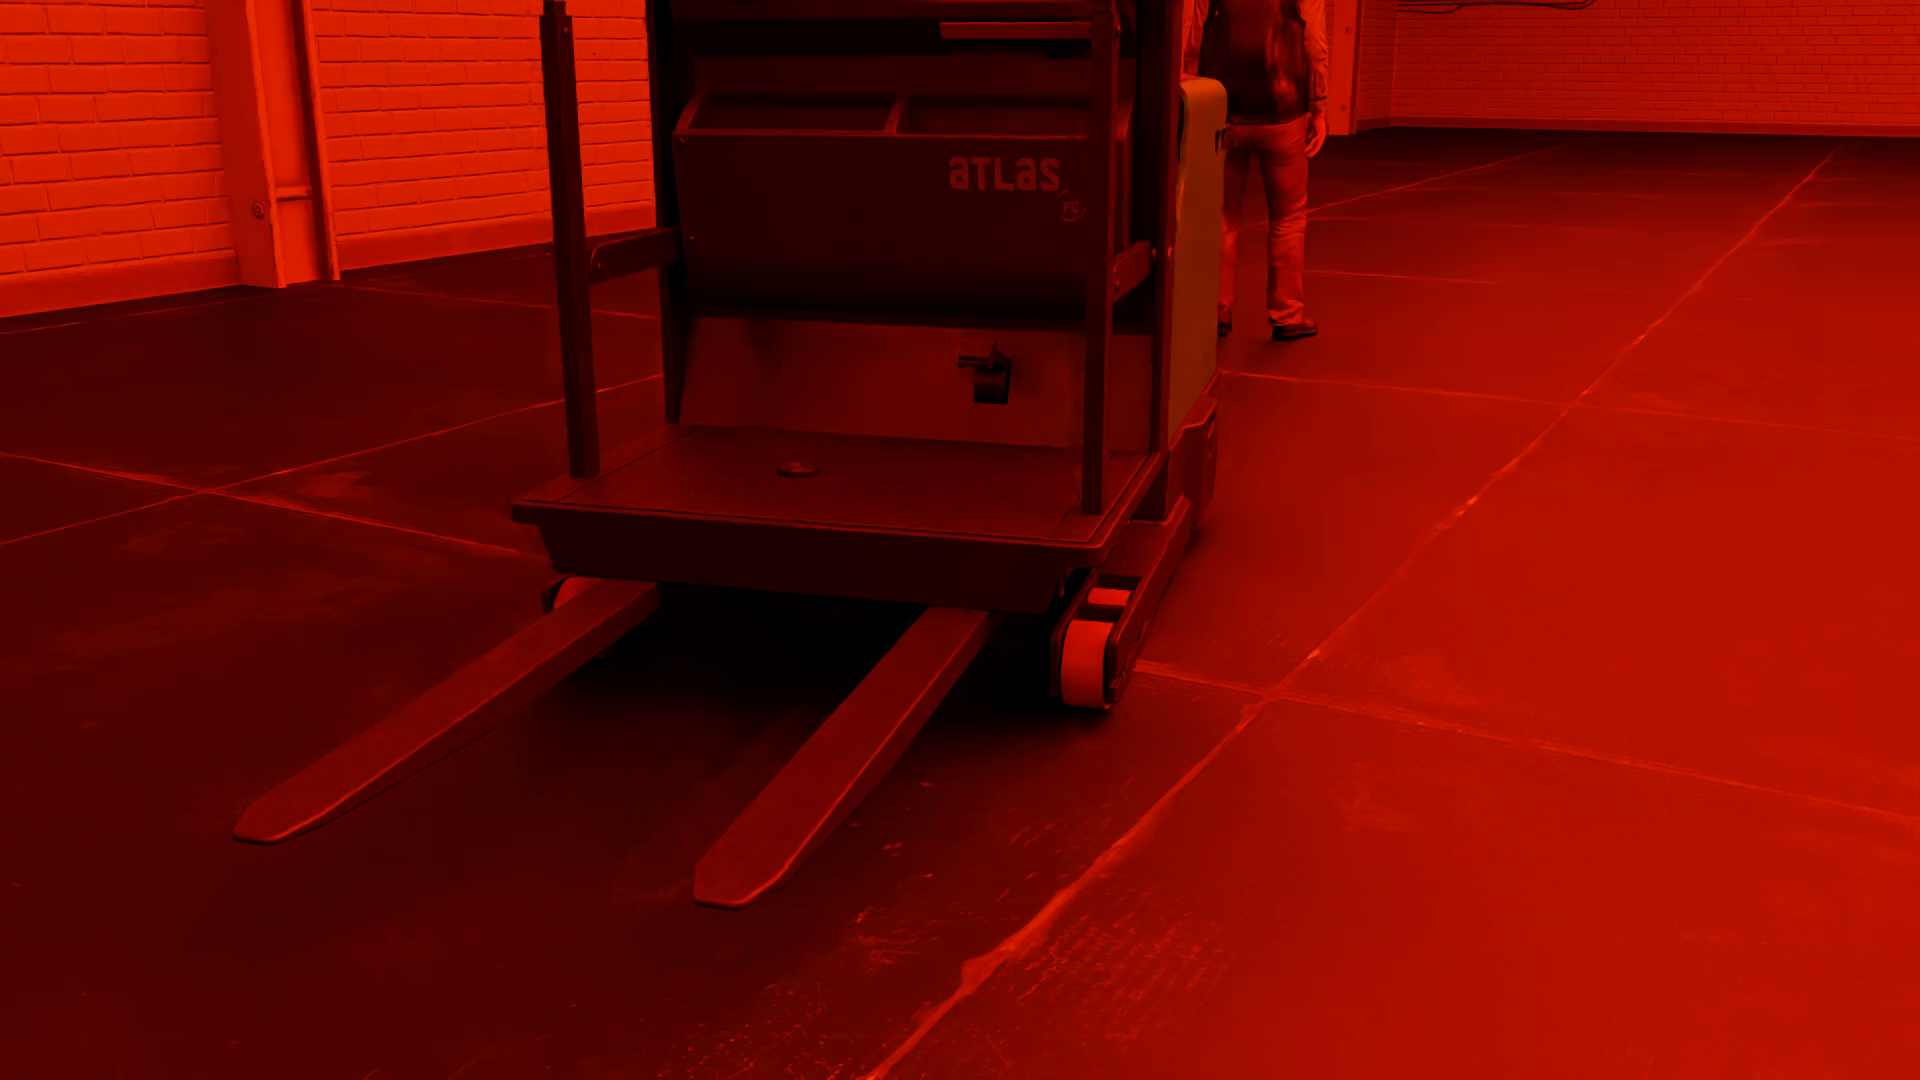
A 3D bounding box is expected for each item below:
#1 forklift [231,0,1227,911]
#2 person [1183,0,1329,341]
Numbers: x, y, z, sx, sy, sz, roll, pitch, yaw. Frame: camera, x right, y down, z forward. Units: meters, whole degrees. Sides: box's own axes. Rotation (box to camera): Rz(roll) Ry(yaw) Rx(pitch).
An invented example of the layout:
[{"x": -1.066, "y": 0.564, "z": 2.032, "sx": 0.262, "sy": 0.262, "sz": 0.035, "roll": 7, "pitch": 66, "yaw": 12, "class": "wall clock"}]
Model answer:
[{"x": -0.172, "y": -1.219, "z": 2.992, "sx": 1.130, "sy": 2.935, "sz": 3.031, "roll": 4, "pitch": 17, "yaw": 15, "class": "forklift"}, {"x": 1.185, "y": -1.680, "z": 6.706, "sx": 0.579, "sy": 1.719, "sz": 0.426, "roll": 6, "pitch": 17, "yaw": 20, "class": "person"}]
